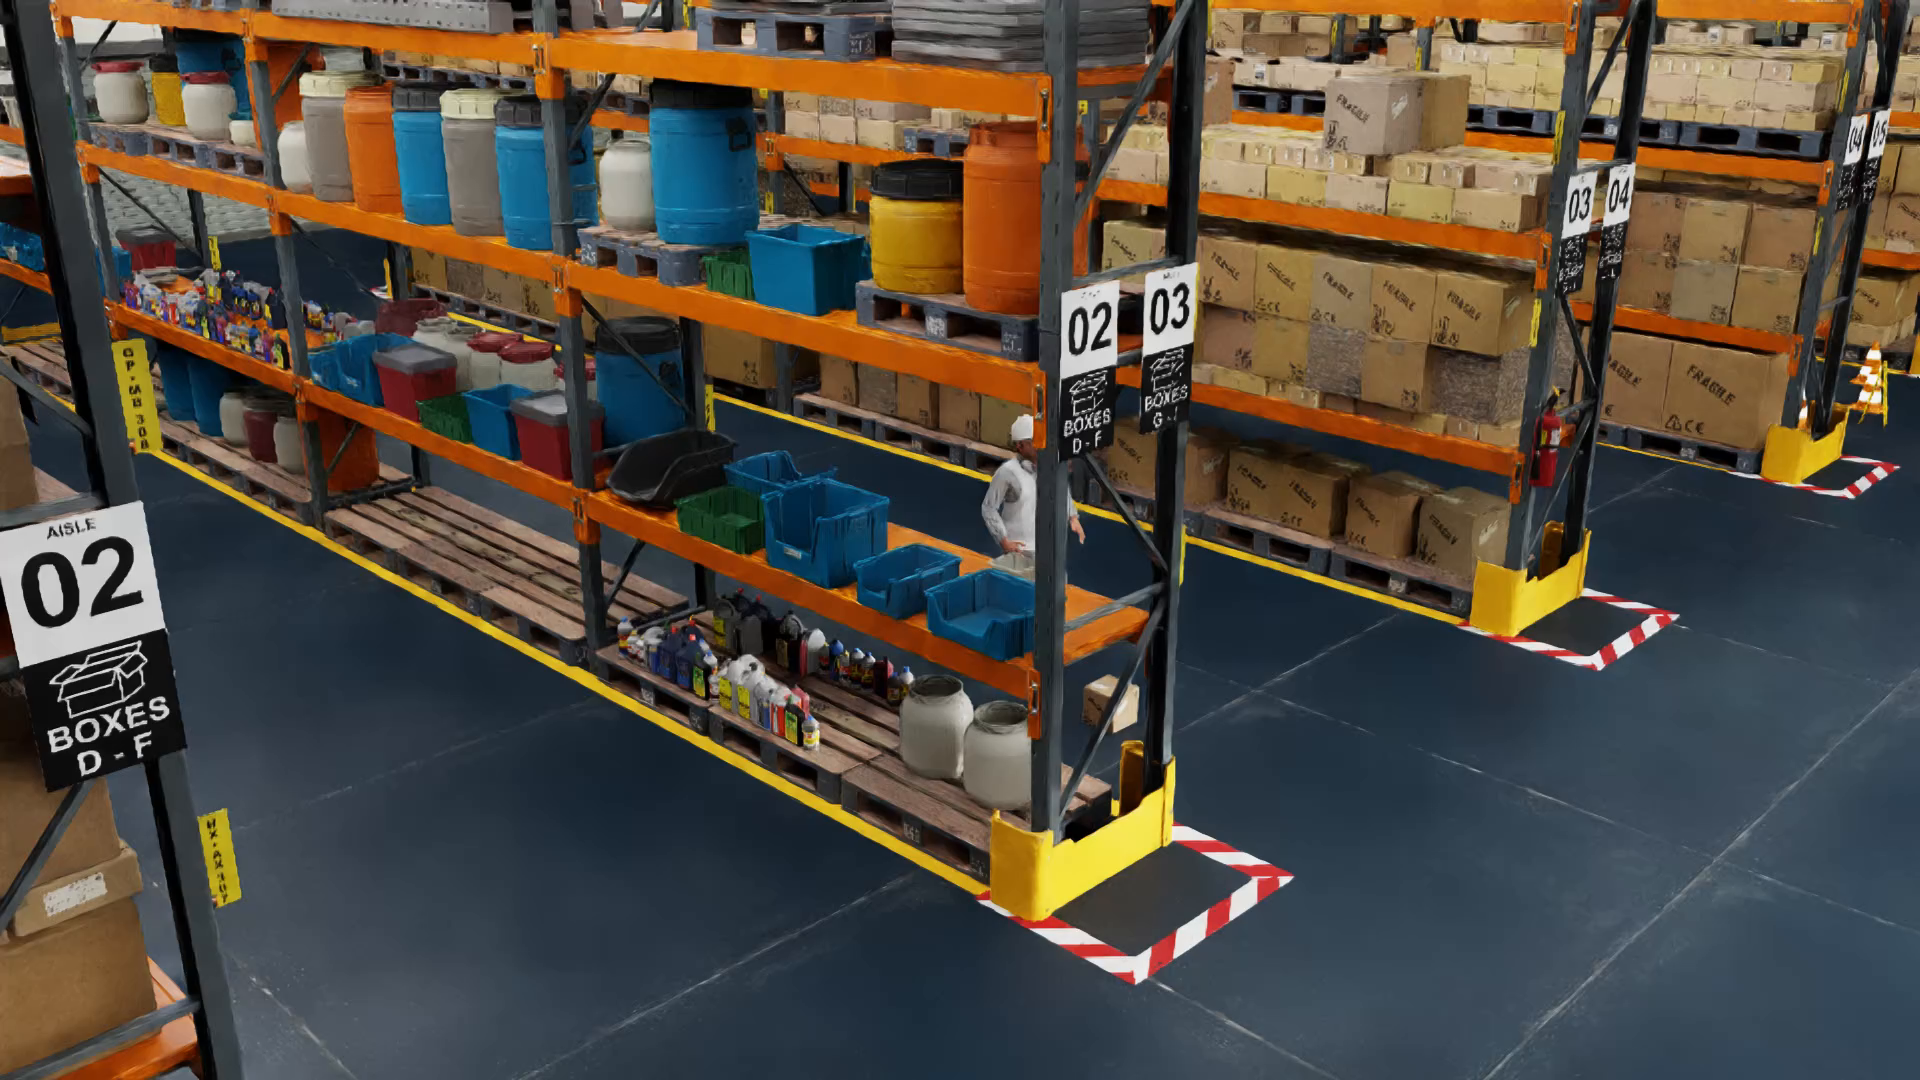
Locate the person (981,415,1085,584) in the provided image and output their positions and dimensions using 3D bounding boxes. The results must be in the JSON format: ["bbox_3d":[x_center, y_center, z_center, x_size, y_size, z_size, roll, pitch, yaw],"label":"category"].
[{"bbox_3d":[0.531,0.027,11.013,0.504,1.747,0.716,18,27,39],"label":"person"}]
